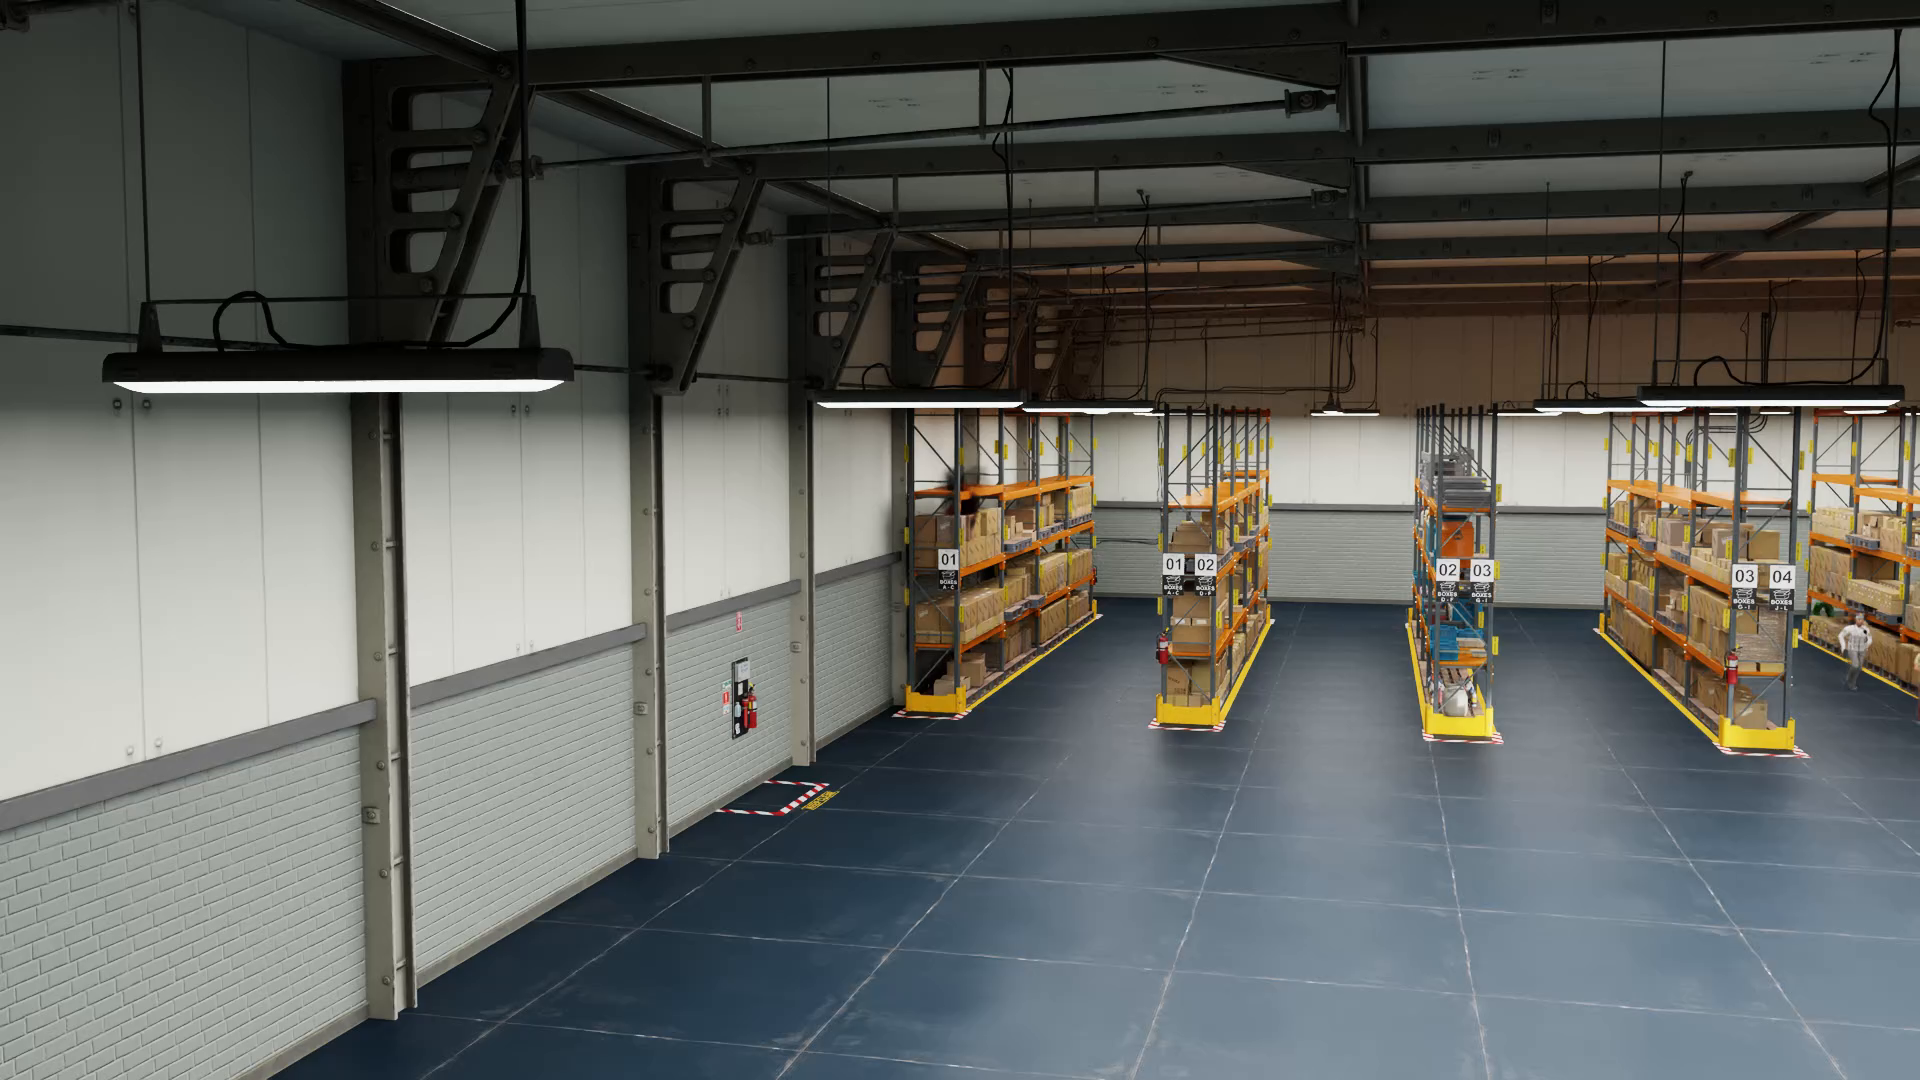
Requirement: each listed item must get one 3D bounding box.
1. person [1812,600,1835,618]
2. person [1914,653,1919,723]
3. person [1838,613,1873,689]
[{"bbox_3d":[23.073,1.614,44.470,0.716,1.775,0.799,-3,5,-33],"label":"person"},{"bbox_3d":[17.924,2.706,30.753,0.549,1.546,0.660,1,4,11],"label":"person"},{"bbox_3d":[18.856,2.337,34.956,0.583,1.647,0.700,1,4,7],"label":"person"}]
